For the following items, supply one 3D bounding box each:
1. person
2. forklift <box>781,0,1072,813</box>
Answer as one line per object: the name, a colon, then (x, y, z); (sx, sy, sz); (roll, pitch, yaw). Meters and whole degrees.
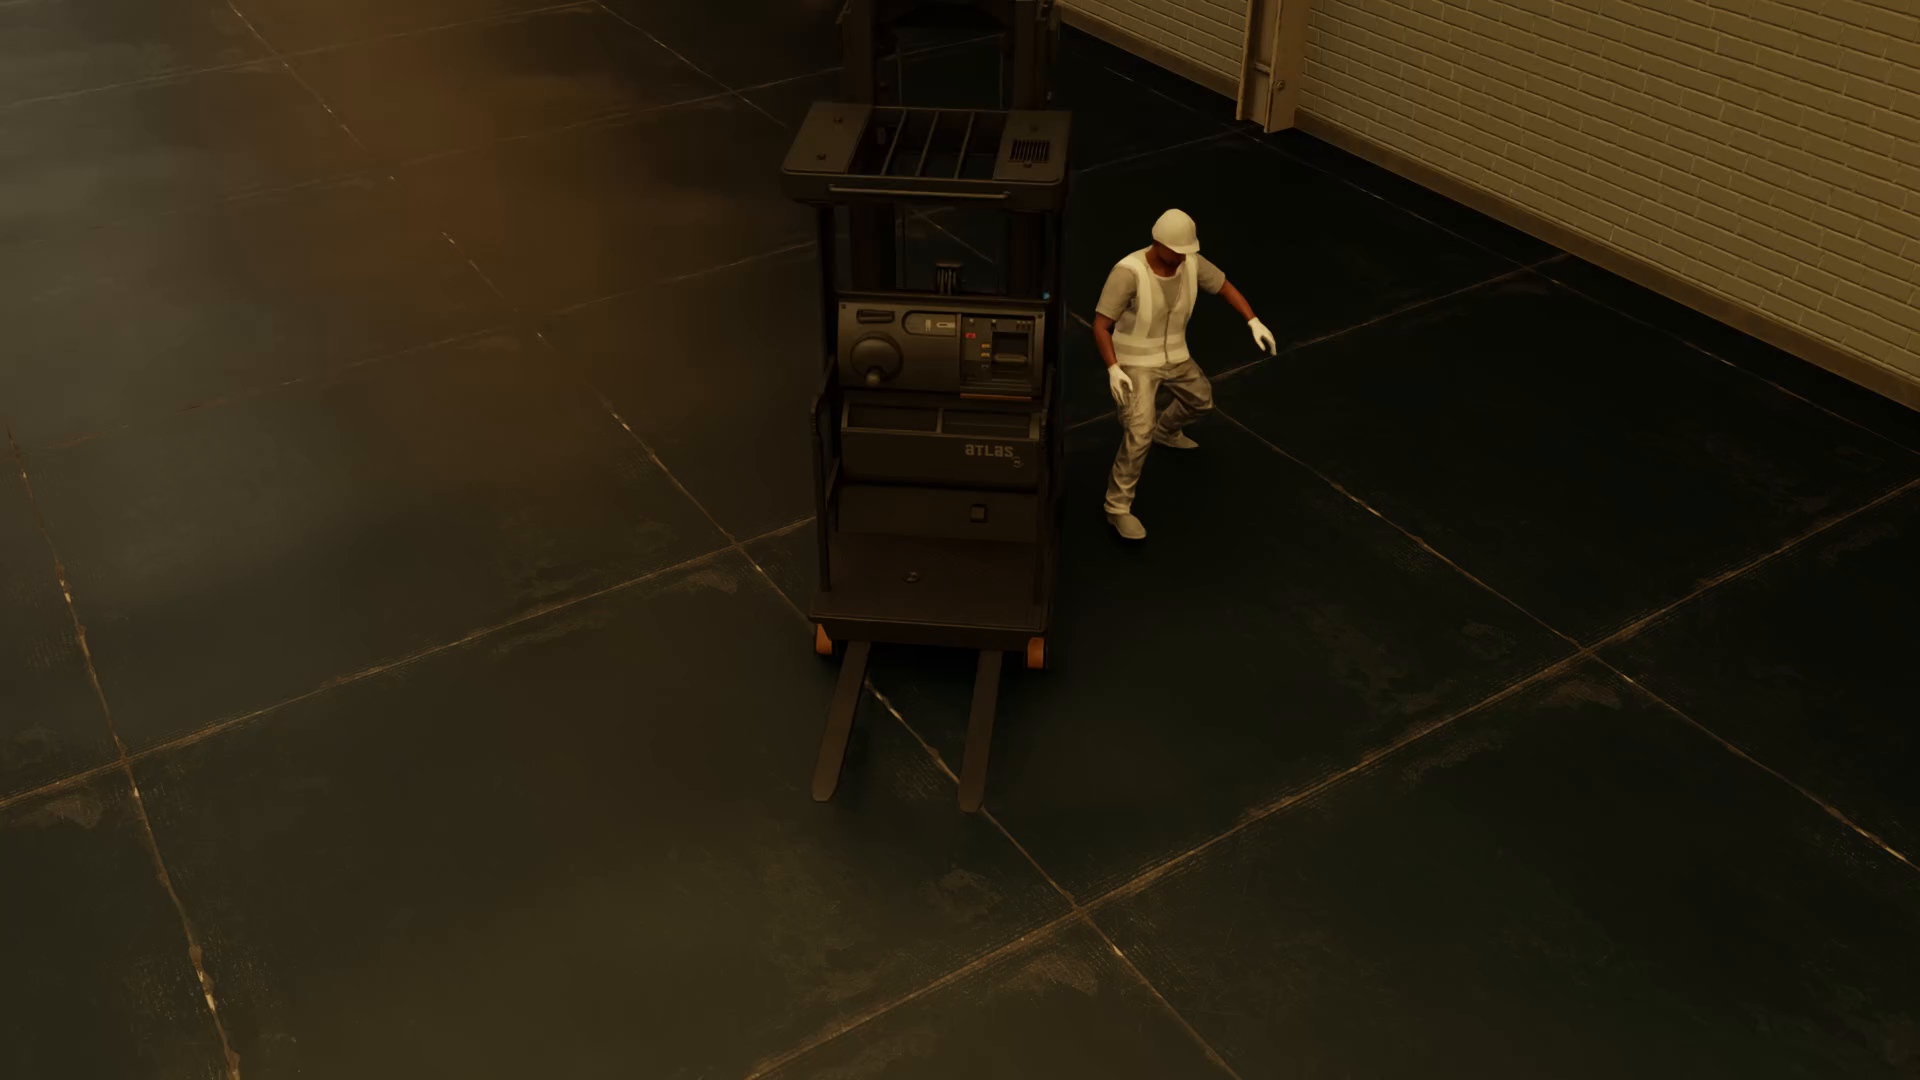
person: (1.111, -0.940, 8.678); (1.022, 1.650, 0.900); (-18, 39, -23)
forklift: (-0.106, -0.799, 7.284); (1.130, 2.935, 3.031); (4, 35, 5)
